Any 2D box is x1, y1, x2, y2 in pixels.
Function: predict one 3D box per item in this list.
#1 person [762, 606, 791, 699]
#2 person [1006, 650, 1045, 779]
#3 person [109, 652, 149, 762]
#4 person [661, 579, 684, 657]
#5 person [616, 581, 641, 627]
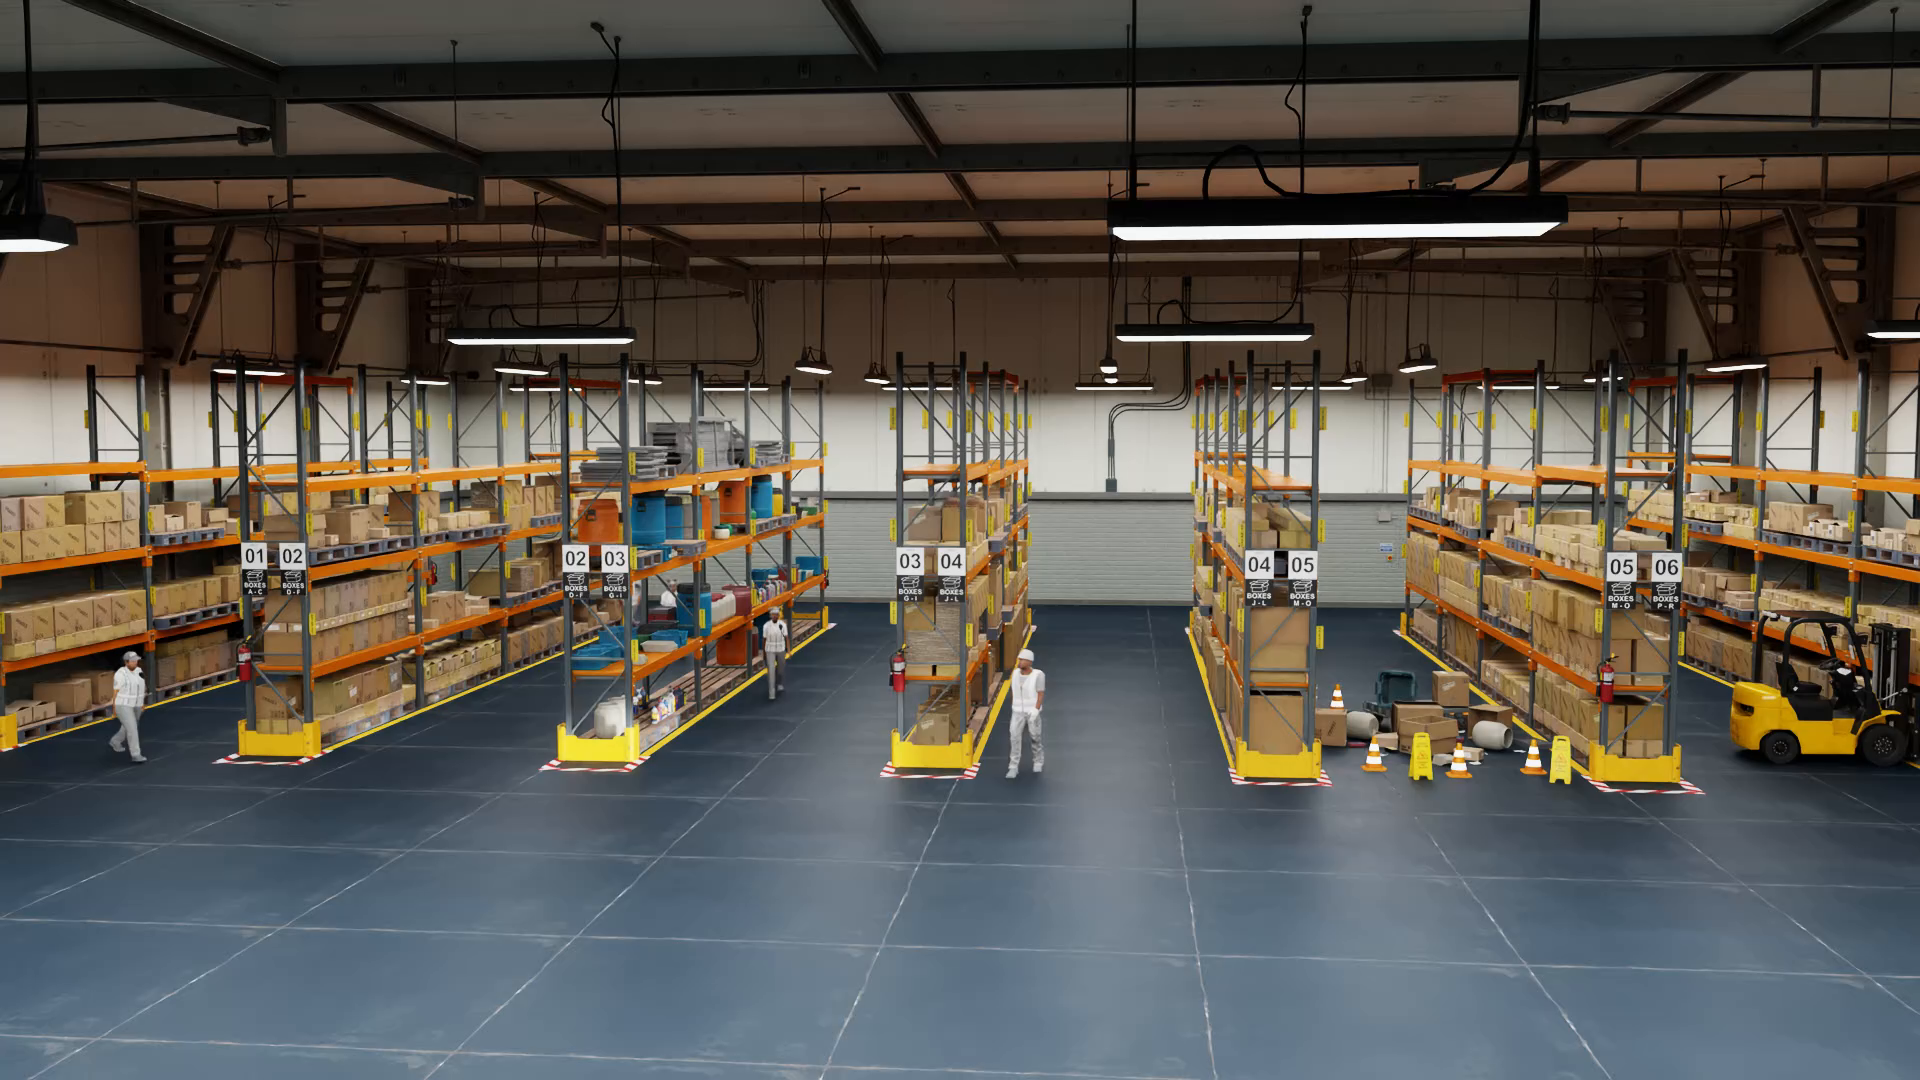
[{"bbox_3d":[-3.333,2.016,30.205,0.511,1.631,0.997,-1,4,-9],"label":"person"},{"bbox_3d":[0.909,2.430,23.441,0.564,1.759,0.841,2,4,25],"label":"person"},{"bbox_3d":[-12.348,2.440,24.664,1.019,1.604,0.484,2,4,25],"label":"person"},{"bbox_3d":[-6.031,1.656,34.798,0.632,1.702,1.074,1,4,9],"label":"person"},{"bbox_3d":[-7.567,1.453,38.147,0.639,1.681,0.725,1,4,15],"label":"person"}]
